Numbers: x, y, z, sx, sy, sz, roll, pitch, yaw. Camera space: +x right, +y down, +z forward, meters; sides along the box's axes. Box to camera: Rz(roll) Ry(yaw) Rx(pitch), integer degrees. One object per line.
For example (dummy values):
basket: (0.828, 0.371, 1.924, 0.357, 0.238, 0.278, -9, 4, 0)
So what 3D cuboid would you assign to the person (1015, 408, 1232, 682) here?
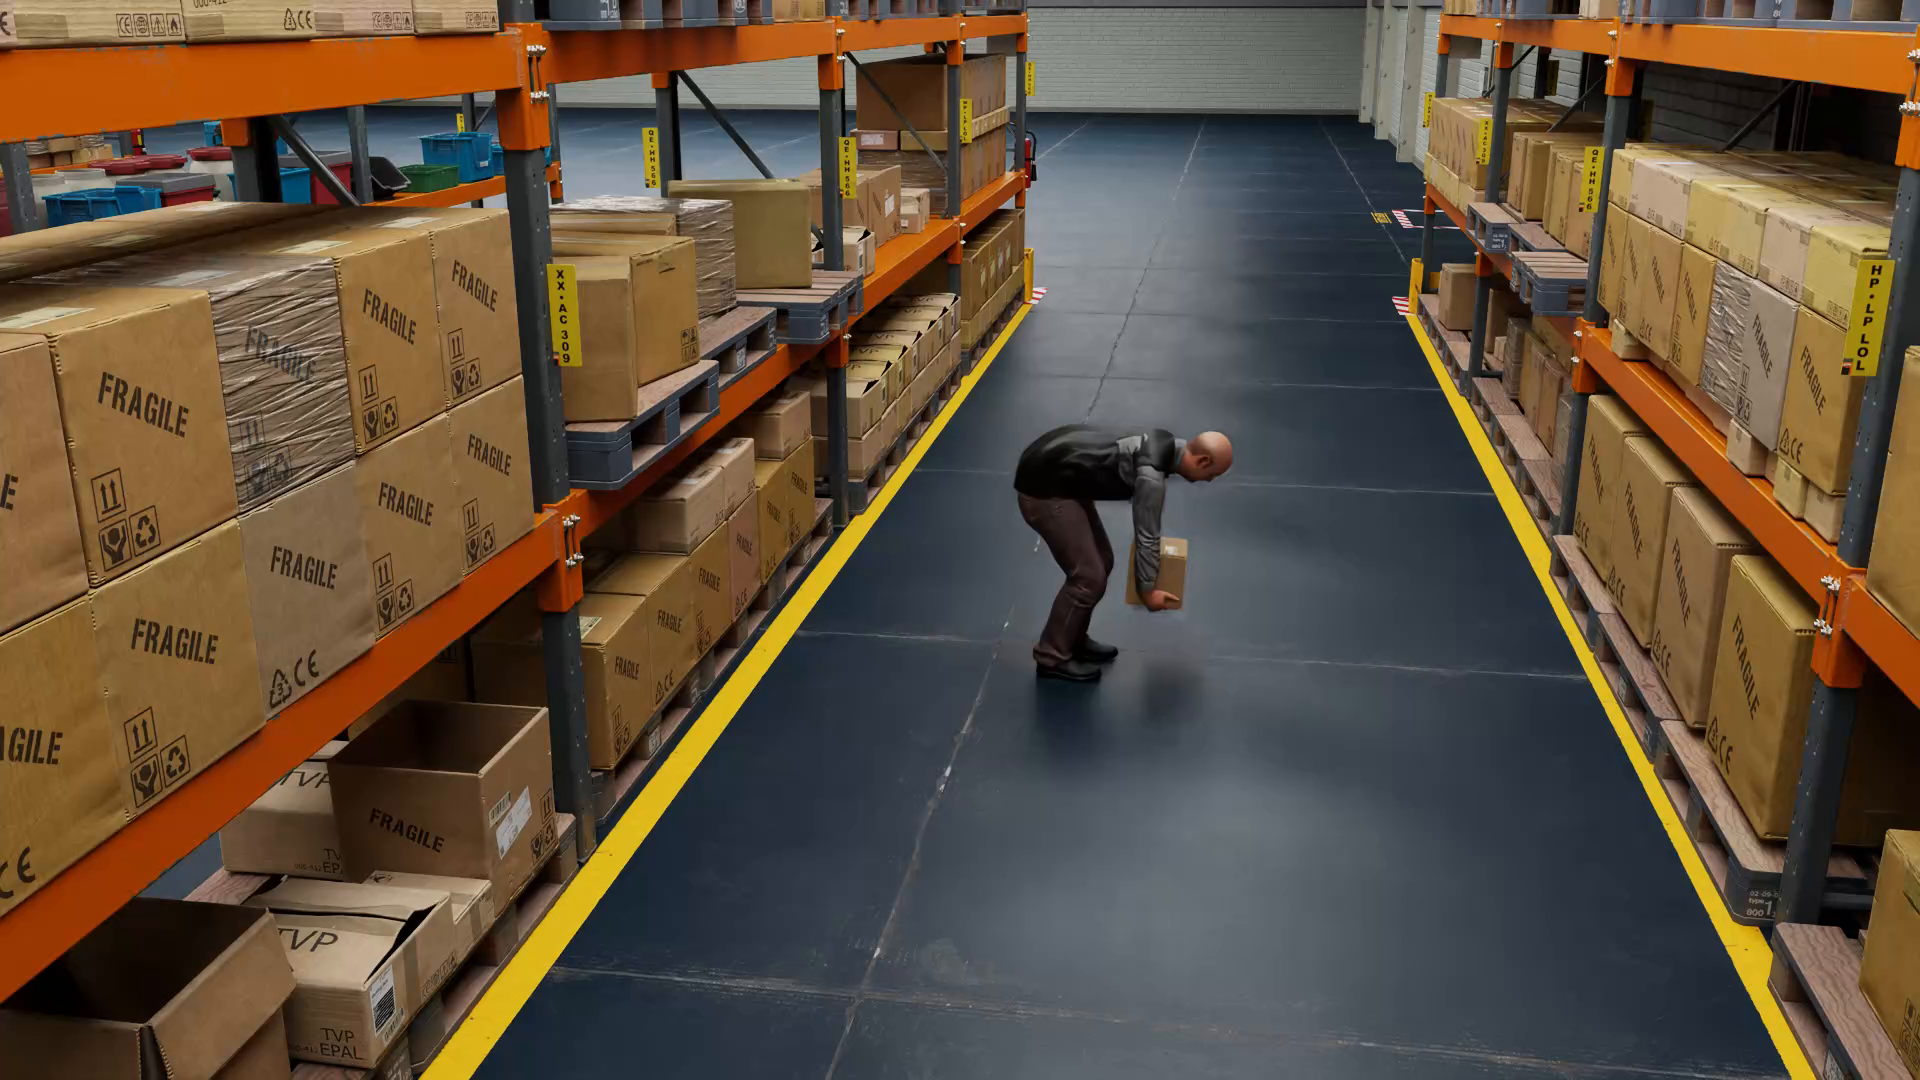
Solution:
person: (0.714, 0.002, 7.415, 0.935, 1.221, 0.464, 2, 18, 7)
